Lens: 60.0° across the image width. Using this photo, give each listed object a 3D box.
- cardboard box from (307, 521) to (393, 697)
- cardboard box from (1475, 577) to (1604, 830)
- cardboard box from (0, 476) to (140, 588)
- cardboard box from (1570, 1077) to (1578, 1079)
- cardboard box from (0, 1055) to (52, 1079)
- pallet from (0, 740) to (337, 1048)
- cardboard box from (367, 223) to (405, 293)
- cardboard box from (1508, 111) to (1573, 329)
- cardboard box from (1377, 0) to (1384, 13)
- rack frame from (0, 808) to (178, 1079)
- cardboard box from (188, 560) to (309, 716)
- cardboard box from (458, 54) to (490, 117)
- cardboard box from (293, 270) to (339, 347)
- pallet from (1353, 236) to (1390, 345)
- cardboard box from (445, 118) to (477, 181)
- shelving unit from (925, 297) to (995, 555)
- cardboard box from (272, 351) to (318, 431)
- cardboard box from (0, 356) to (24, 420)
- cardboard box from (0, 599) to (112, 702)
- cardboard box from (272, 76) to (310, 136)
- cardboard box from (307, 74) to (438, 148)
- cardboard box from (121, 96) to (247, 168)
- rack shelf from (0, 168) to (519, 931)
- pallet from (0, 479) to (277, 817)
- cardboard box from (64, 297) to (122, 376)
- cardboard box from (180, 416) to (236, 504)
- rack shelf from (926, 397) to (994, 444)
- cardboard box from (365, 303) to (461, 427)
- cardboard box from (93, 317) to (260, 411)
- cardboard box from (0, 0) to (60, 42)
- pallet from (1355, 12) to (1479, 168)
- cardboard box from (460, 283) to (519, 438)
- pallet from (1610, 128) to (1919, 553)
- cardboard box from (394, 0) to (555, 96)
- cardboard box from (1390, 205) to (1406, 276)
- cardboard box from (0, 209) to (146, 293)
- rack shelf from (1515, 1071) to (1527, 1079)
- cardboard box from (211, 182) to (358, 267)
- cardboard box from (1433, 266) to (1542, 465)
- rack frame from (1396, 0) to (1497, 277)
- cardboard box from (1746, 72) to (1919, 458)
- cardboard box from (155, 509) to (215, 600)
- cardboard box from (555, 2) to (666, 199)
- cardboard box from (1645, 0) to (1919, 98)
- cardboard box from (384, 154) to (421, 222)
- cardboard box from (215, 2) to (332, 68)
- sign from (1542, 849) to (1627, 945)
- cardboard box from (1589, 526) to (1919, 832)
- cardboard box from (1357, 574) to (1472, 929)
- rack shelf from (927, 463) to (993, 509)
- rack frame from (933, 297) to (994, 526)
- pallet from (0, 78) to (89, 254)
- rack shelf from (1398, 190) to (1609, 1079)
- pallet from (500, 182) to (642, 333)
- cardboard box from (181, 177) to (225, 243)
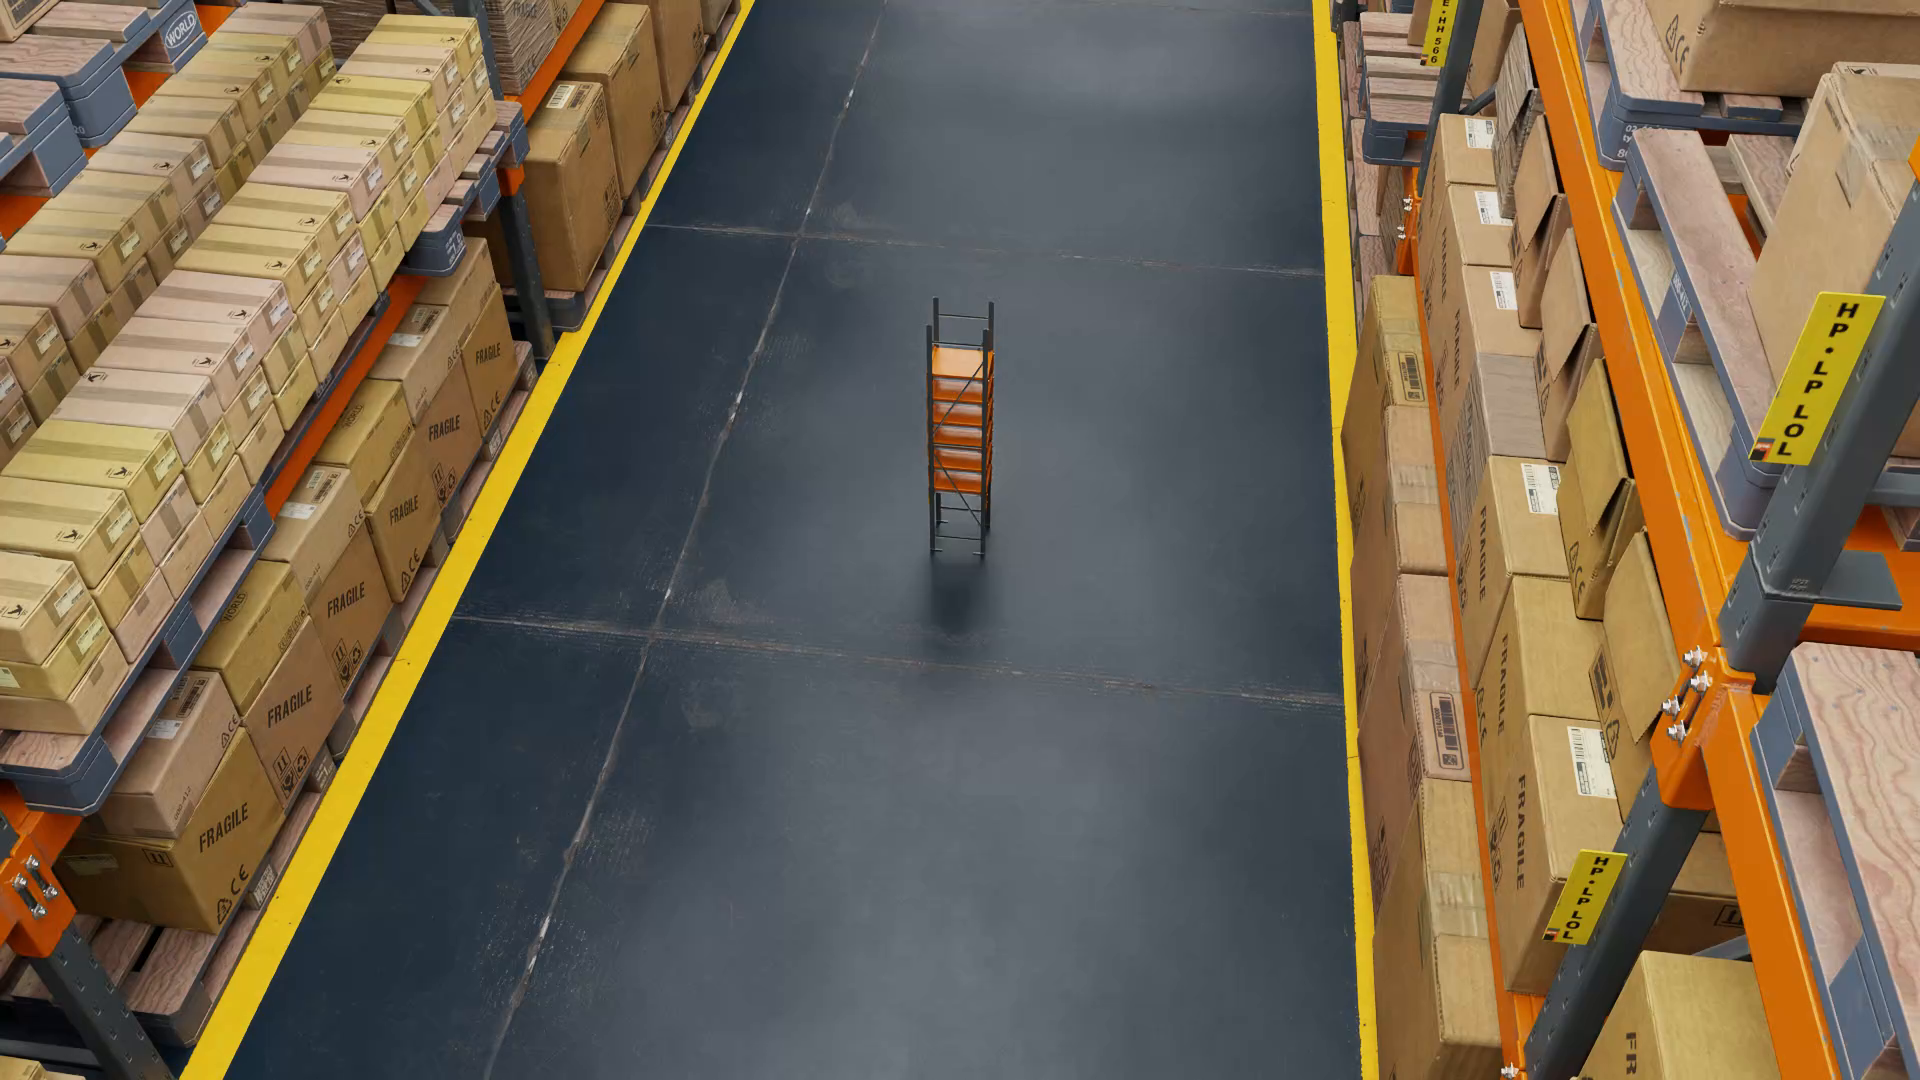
[{"bbox_3d":[-2.561,0.228,6.363,0.500,0.500,0.500,6,44,6],"label":"cardboard box"},{"bbox_3d":[1.721,0.474,4.517,0.500,0.500,0.500,7,44,7],"label":"cardboard box"},{"bbox_3d":[-2.507,-0.023,4.560,0.380,0.149,0.250,6,44,7],"label":"cardboard box"},{"bbox_3d":[1.536,1.434,3.469,0.500,0.250,0.500,5,44,5],"label":"cardboard box"},{"bbox_3d":[-2.835,1.604,4.732,0.380,0.149,0.250,6,44,7],"label":"cardboard box"},{"bbox_3d":[-2.944,1.153,5.901,1.003,0.211,1.213,5,44,6],"label":"pallet"},{"bbox_3d":[-2.265,-1.041,6.067,0.380,0.149,0.250,3,44,4],"label":"cardboard box"},{"bbox_3d":[2.185,-0.995,5.339,0.797,0.503,0.637,6,44,6],"label":"cardboard box"},{"bbox_3d":[2.731,-2.774,9.518,0.700,0.500,0.500,5,44,5],"label":"cardboard box"},{"bbox_3d":[-3.042,0.671,4.381,0.949,2.616,0.053,5,44,6],"label":"rack frame"},{"bbox_3d":[-2.618,0.311,5.729,0.500,0.250,0.500,6,44,7],"label":"cardboard box"},{"bbox_3d":[-2.131,-1.846,6.701,0.380,0.149,0.250,6,44,6],"label":"cardboard box"},{"bbox_3d":[-2.333,-0.791,5.587,0.380,0.149,0.250,4,44,5],"label":"cardboard box"},{"bbox_3d":[2.491,-1.055,8.233,1.003,0.211,1.213,5,44,6],"label":"pallet"},{"bbox_3d":[-2.161,-1.569,6.625,0.380,0.149,0.250,5,44,5],"label":"cardboard box"},{"bbox_3d":[0.002,-0.446,6.870,0.258,1.200,0.189,5,44,6],"label":"shelving unit"},{"bbox_3d":[-2.370,-0.507,5.503,0.380,0.149,0.250,5,44,5],"label":"cardboard box"},{"bbox_3d":[-3.081,-0.436,4.995,0.380,0.149,0.250,5,44,5],"label":"cardboard box"},{"bbox_3d":[-2.538,0.275,4.461,0.380,0.149,0.250,6,44,6],"label":"cardboard box"},{"bbox_3d":[-2.813,-1.728,6.576,0.380,0.149,0.250,7,44,8],"label":"cardboard box"},{"bbox_3d":[-2.197,-1.607,6.232,0.380,0.149,0.250,6,44,7],"label":"cardboard box"},{"bbox_3d":[-2.875,-1.504,6.124,0.380,0.149,0.250,4,44,4],"label":"cardboard box"},{"bbox_3d":[-2.781,-0.431,6.069,1.077,0.370,4.000,5,44,6],"label":"rack shelf"},{"bbox_3d":[-2.800,0.233,4.984,1.003,0.211,1.213,5,44,6],"label":"pallet"},{"bbox_3d":[-3.018,-0.686,5.476,0.380,0.149,0.250,5,44,6],"label":"cardboard box"},{"bbox_3d":[-2.438,-0.255,5.021,0.380,0.149,0.250,4,44,4],"label":"cardboard box"},{"bbox_3d":[0.002,-0.500,6.818,0.258,0.103,0.180,5,44,6],"label":"rack shelf"},{"bbox_3d":[-2.403,-0.737,6.836,0.500,0.250,0.500,6,44,6],"label":"cardboard box"},{"bbox_3d":[-2.402,-0.542,5.108,0.380,0.149,0.250,5,44,5],"label":"cardboard box"},{"bbox_3d":[-2.711,-1.649,4.270,0.797,0.503,0.637,5,44,5],"label":"cardboard box"},{"bbox_3d":[2.375,-1.961,7.301,1.213,0.211,1.003,5,44,6],"label":"pallet"},{"bbox_3d":[-2.345,-0.827,7.477,0.500,0.500,0.500,5,44,5],"label":"cardboard box"},{"bbox_3d":[1.930,-0.458,3.532,0.805,0.209,1.217,4,44,4],"label":"pallet"},{"bbox_3d":[-2.190,-2.373,7.524,0.500,0.500,0.500,6,44,6],"label":"cardboard box"},{"bbox_3d":[2.455,-1.246,7.904,0.700,0.500,0.500,3,44,3],"label":"cardboard box"},{"bbox_3d":[-2.979,-0.969,5.559,0.380,0.149,0.250,5,44,5],"label":"cardboard box"},{"bbox_3d":[1.593,2.815,2.641,1.077,0.370,4.000,5,44,6],"label":"rack shelf"},{"bbox_3d":[-2.300,-1.075,5.671,0.380,0.149,0.250,7,44,8],"label":"cardboard box"},{"bbox_3d":[1.922,-0.564,5.613,0.500,0.500,0.500,5,44,5],"label":"cardboard box"},{"bbox_3d":[2.386,-1.535,6.712,1.000,3.000,0.127,5,44,6],"label":"rack frame"},{"bbox_3d":[1.924,-0.483,3.041,0.700,0.500,0.500,6,44,7],"label":"cardboard box"},{"bbox_3d":[-2.470,0.024,4.943,0.380,0.149,0.250,6,44,6],"label":"cardboard box"},{"bbox_3d":[-2.235,-2.393,8.949,1.050,0.750,0.750,6,44,6],"label":"cardboard box"},{"bbox_3d":[2.137,-1.420,4.028,0.797,0.503,0.637,5,44,5],"label":"cardboard box"},{"bbox_3d":[-2.230,-1.314,6.139,0.380,0.149,0.250,5,44,6],"label":"cardboard box"},{"bbox_3d":[-2.770,-2.032,6.681,0.380,0.149,0.250,5,44,6],"label":"cardboard box"},{"bbox_3d":[1.318,0.756,3.507,0.100,0.325,0.005,5,44,6],"label":"sign"},{"bbox_3d":[1.934,0.354,3.914,0.797,0.503,0.637,4,44,4],"label":"cardboard box"},{"bbox_3d":[2.040,0.763,5.525,1.225,0.875,0.875,4,44,4],"label":"cardboard box"},{"bbox_3d":[0.002,-0.239,7.066,0.258,0.103,0.180,5,44,6],"label":"rack shelf"},{"bbox_3d":[0.014,-0.508,6.936,0.240,1.200,0.006,5,44,6],"label":"rack frame"},{"bbox_3d":[-2.858,-0.761,3.849,1.213,0.211,1.003,5,44,6],"label":"pallet"},{"bbox_3d":[2.122,0.089,5.520,1.077,0.370,4.000,5,44,6],"label":"rack shelf"},{"bbox_3d":[-2.338,-1.573,8.780,1.003,0.211,1.213,5,44,6],"label":"pallet"},{"bbox_3d":[-2.912,-1.204,6.023,0.380,0.149,0.250,5,44,6],"label":"cardboard box"}]
